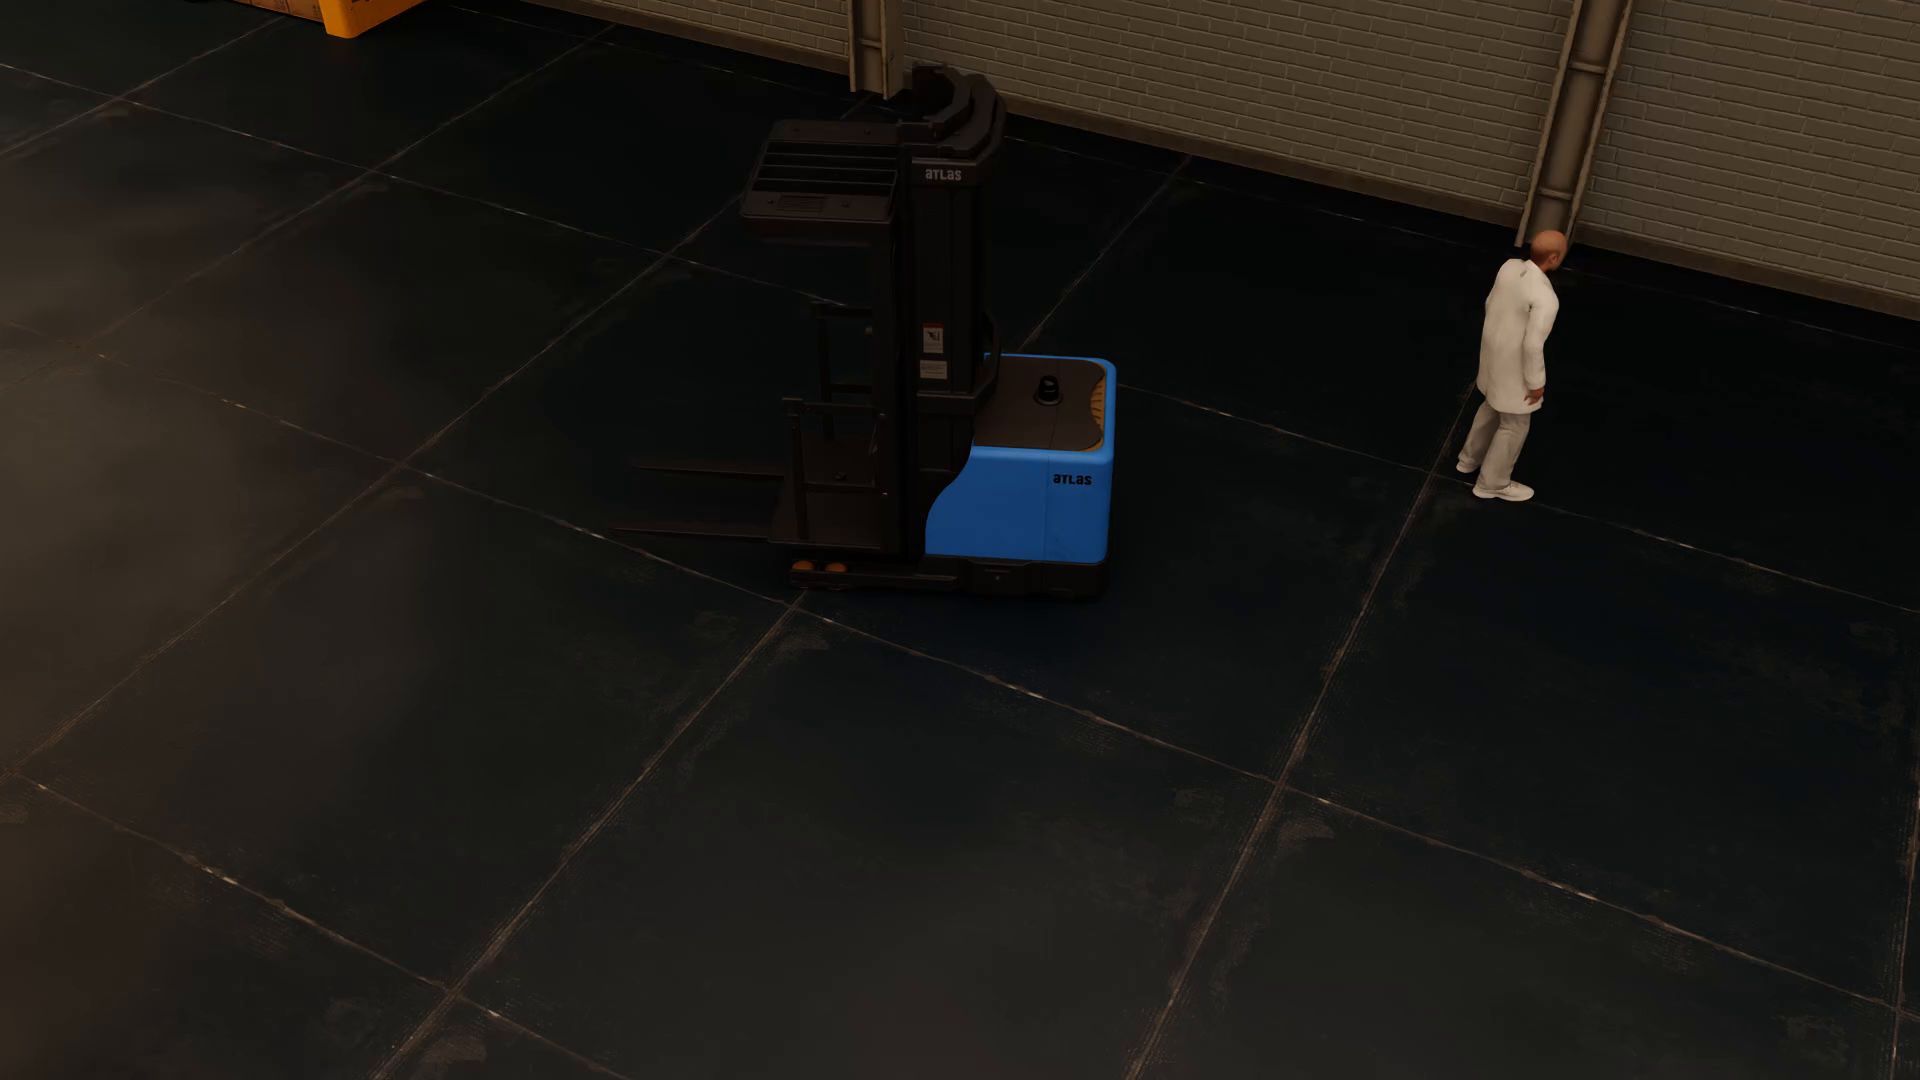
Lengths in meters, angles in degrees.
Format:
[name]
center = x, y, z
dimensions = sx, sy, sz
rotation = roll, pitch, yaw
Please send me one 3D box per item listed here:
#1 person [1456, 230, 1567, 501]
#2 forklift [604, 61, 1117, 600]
[person]
center = 3.394, -1.088, 10.178
dimensions = 0.436, 1.772, 0.644
rotation = -8, 41, -9
[forklift]
center = -0.606, -1.157, 9.360
dimensions = 3.031, 2.935, 1.130
rotation = 3, 40, 4
